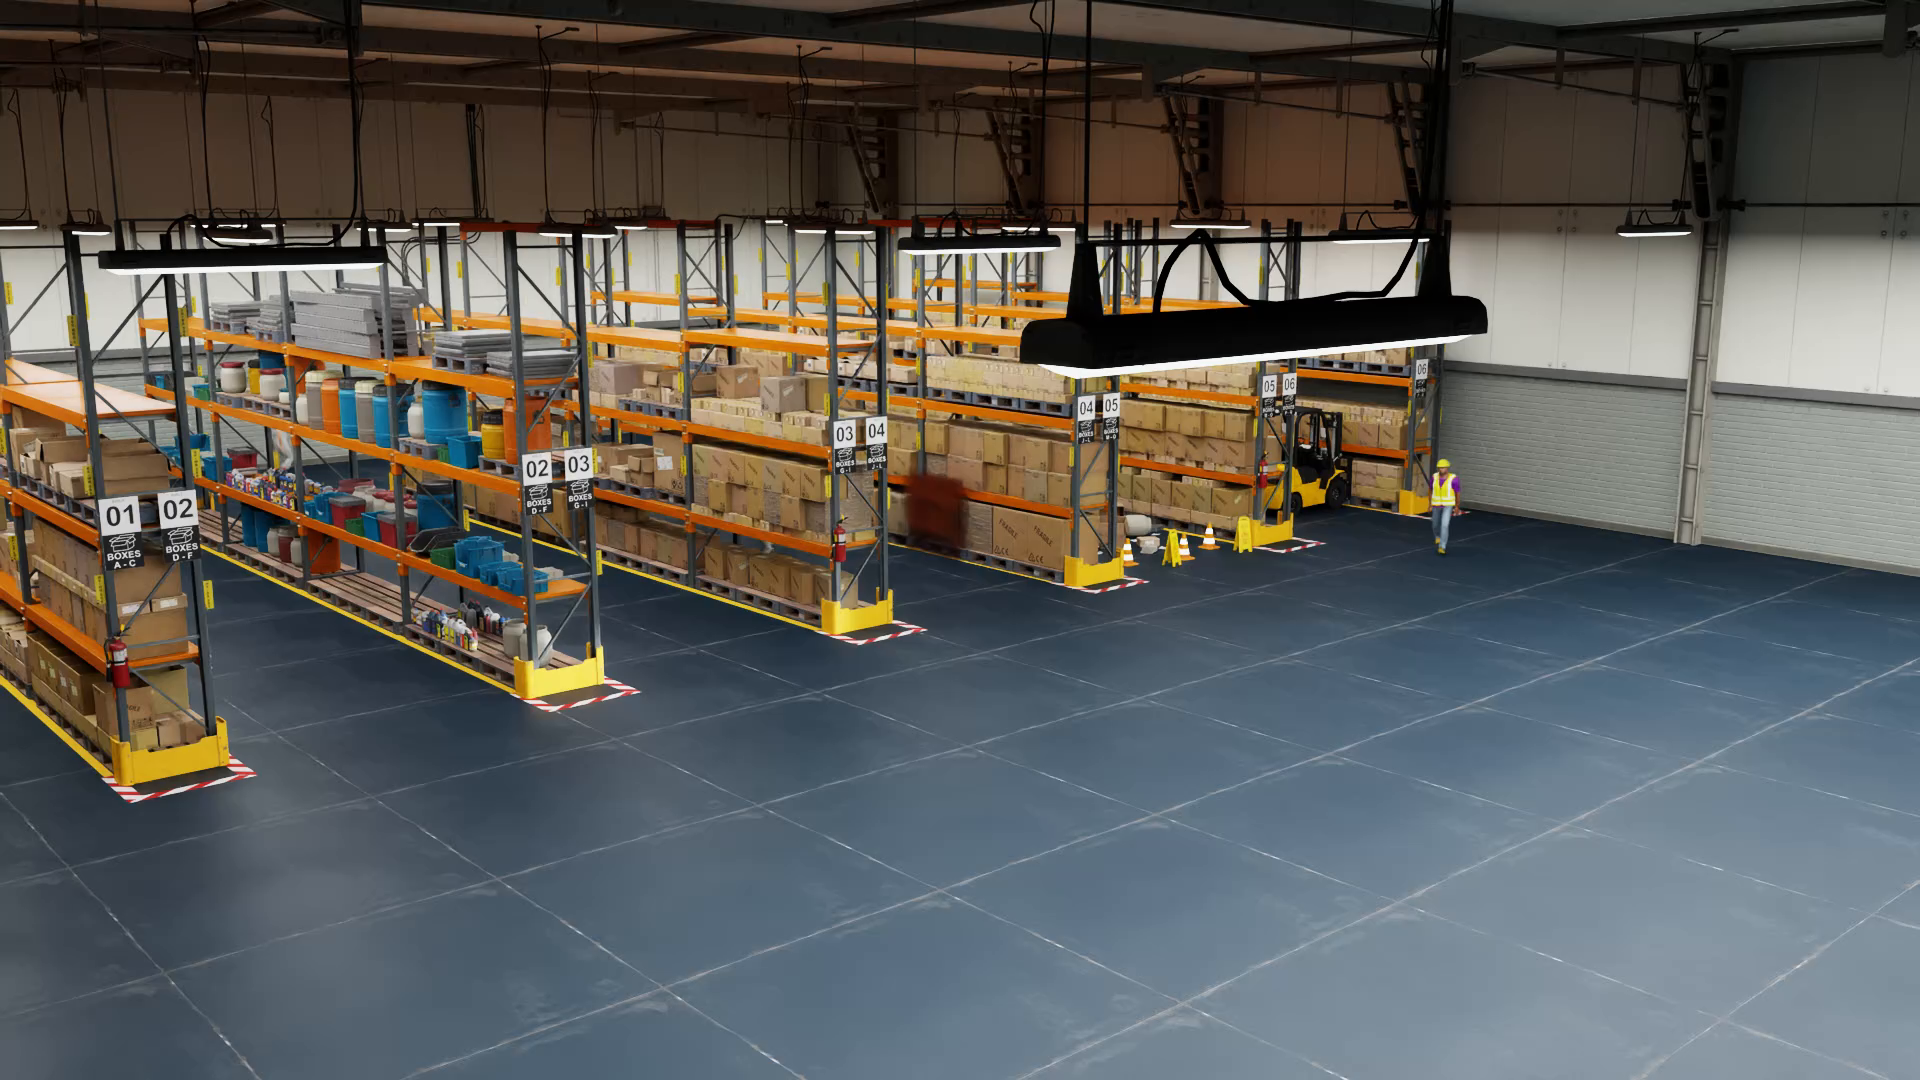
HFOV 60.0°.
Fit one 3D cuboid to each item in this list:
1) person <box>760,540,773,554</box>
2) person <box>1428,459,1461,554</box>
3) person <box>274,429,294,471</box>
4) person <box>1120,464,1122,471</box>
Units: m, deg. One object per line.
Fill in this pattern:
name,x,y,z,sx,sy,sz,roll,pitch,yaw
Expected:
person,-3.531,-0.509,30.258,0.542,1.646,0.617,-9,15,-39
person,8.932,-0.646,30.677,0.570,1.730,0.983,5,12,23
person,-15.657,-2.192,38.418,0.420,1.673,0.467,-9,14,-38
person,3.665,-2.264,38.831,0.444,1.681,0.503,3,12,16
